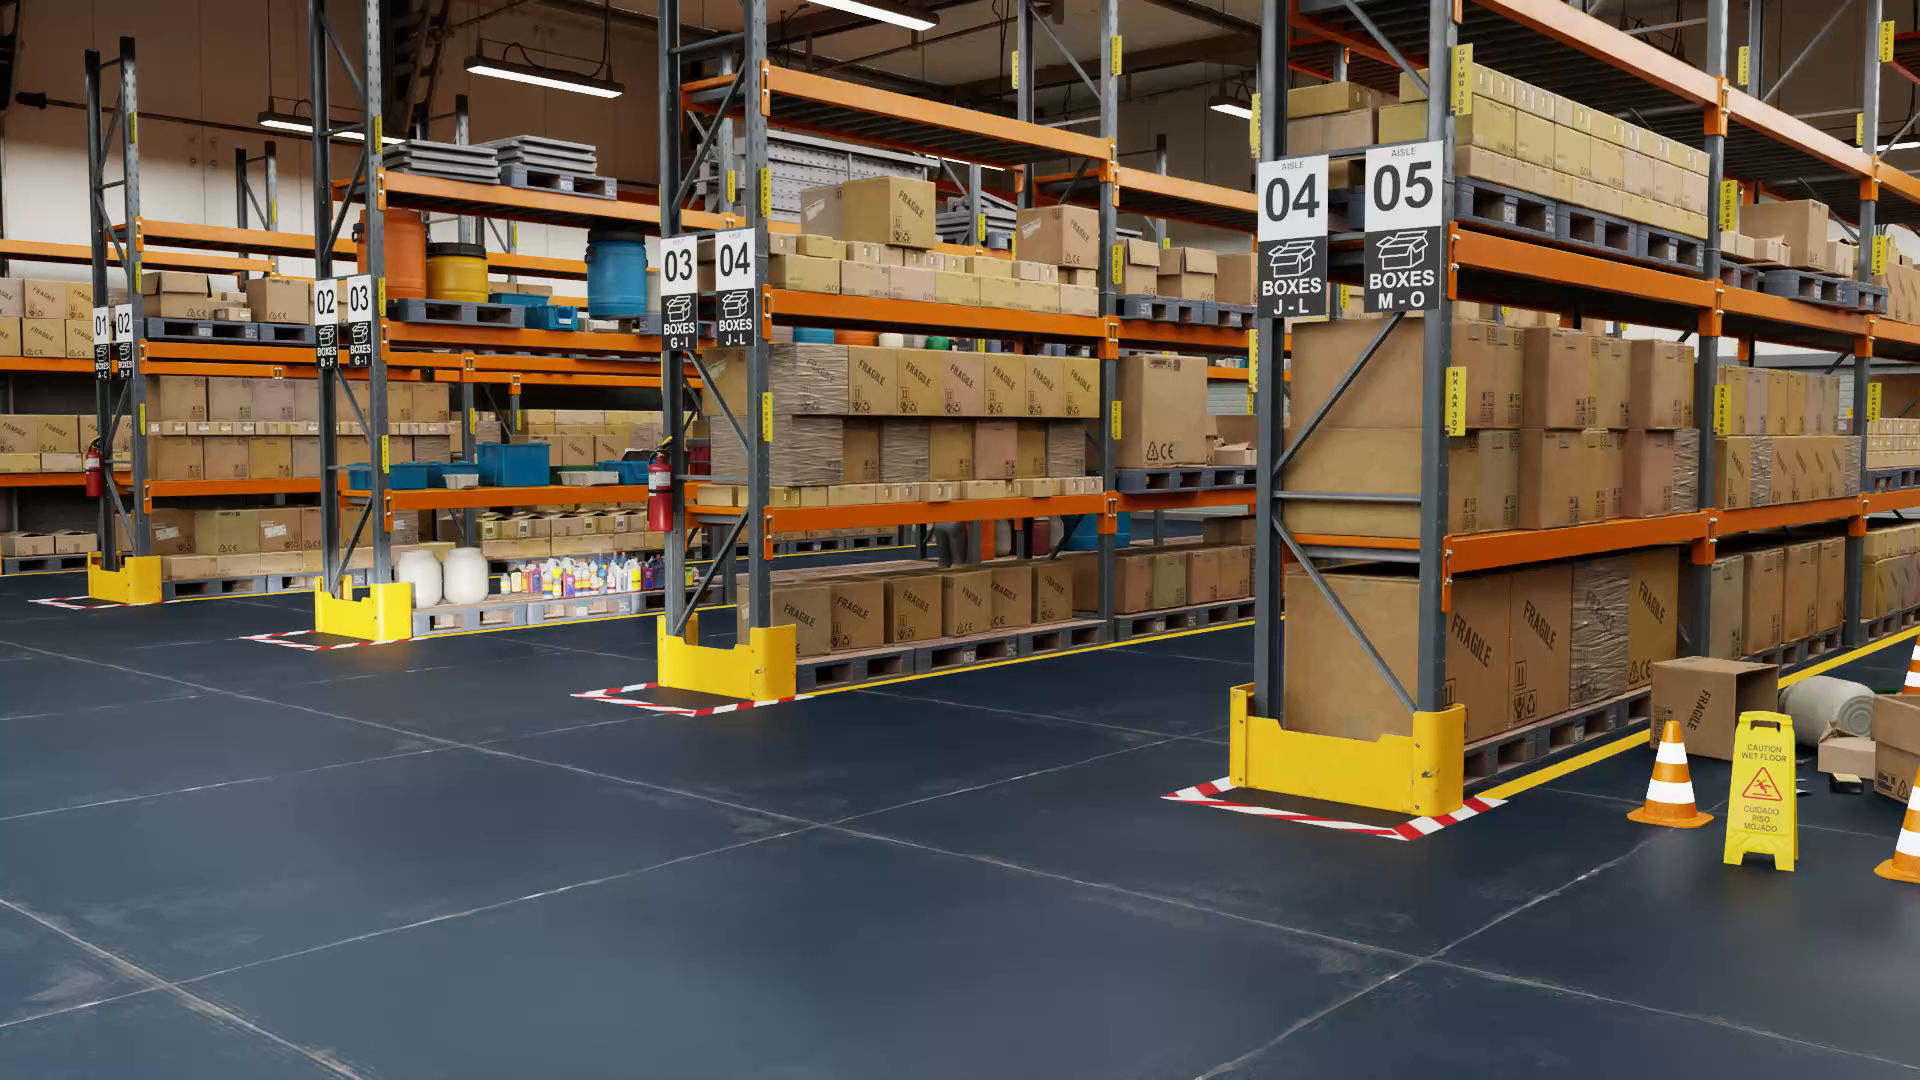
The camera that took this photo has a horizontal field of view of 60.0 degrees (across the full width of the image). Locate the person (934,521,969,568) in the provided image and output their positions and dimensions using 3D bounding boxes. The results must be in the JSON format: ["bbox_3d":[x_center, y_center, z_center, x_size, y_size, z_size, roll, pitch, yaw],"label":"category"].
[{"bbox_3d":[-0.098,-0.092,17.190,0.436,1.679,0.316,3,5,42],"label":"person"}]
